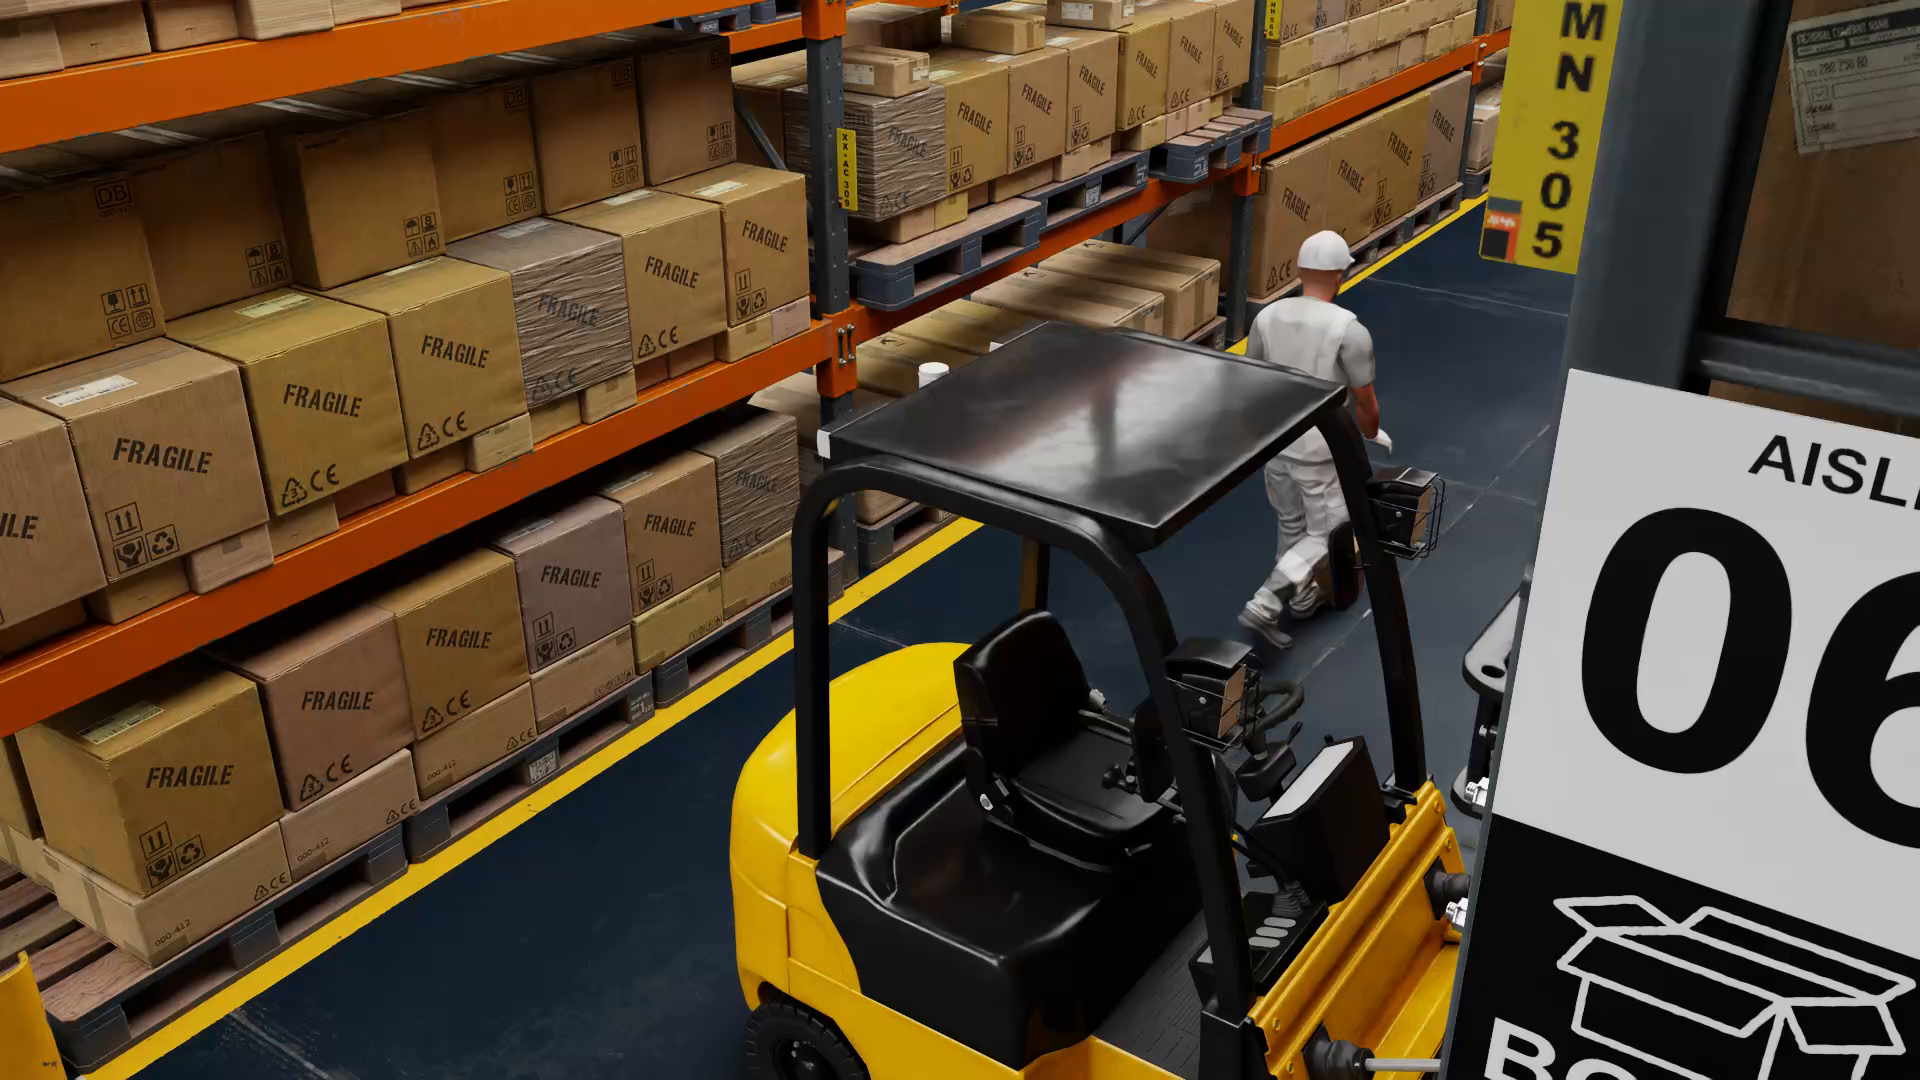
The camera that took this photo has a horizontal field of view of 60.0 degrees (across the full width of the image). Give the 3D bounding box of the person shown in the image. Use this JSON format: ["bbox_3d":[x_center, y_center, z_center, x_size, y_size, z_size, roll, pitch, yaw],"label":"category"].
[{"bbox_3d":[1.416,-0.382,6.848,0.554,1.770,0.869,24,35,39],"label":"person"}]
